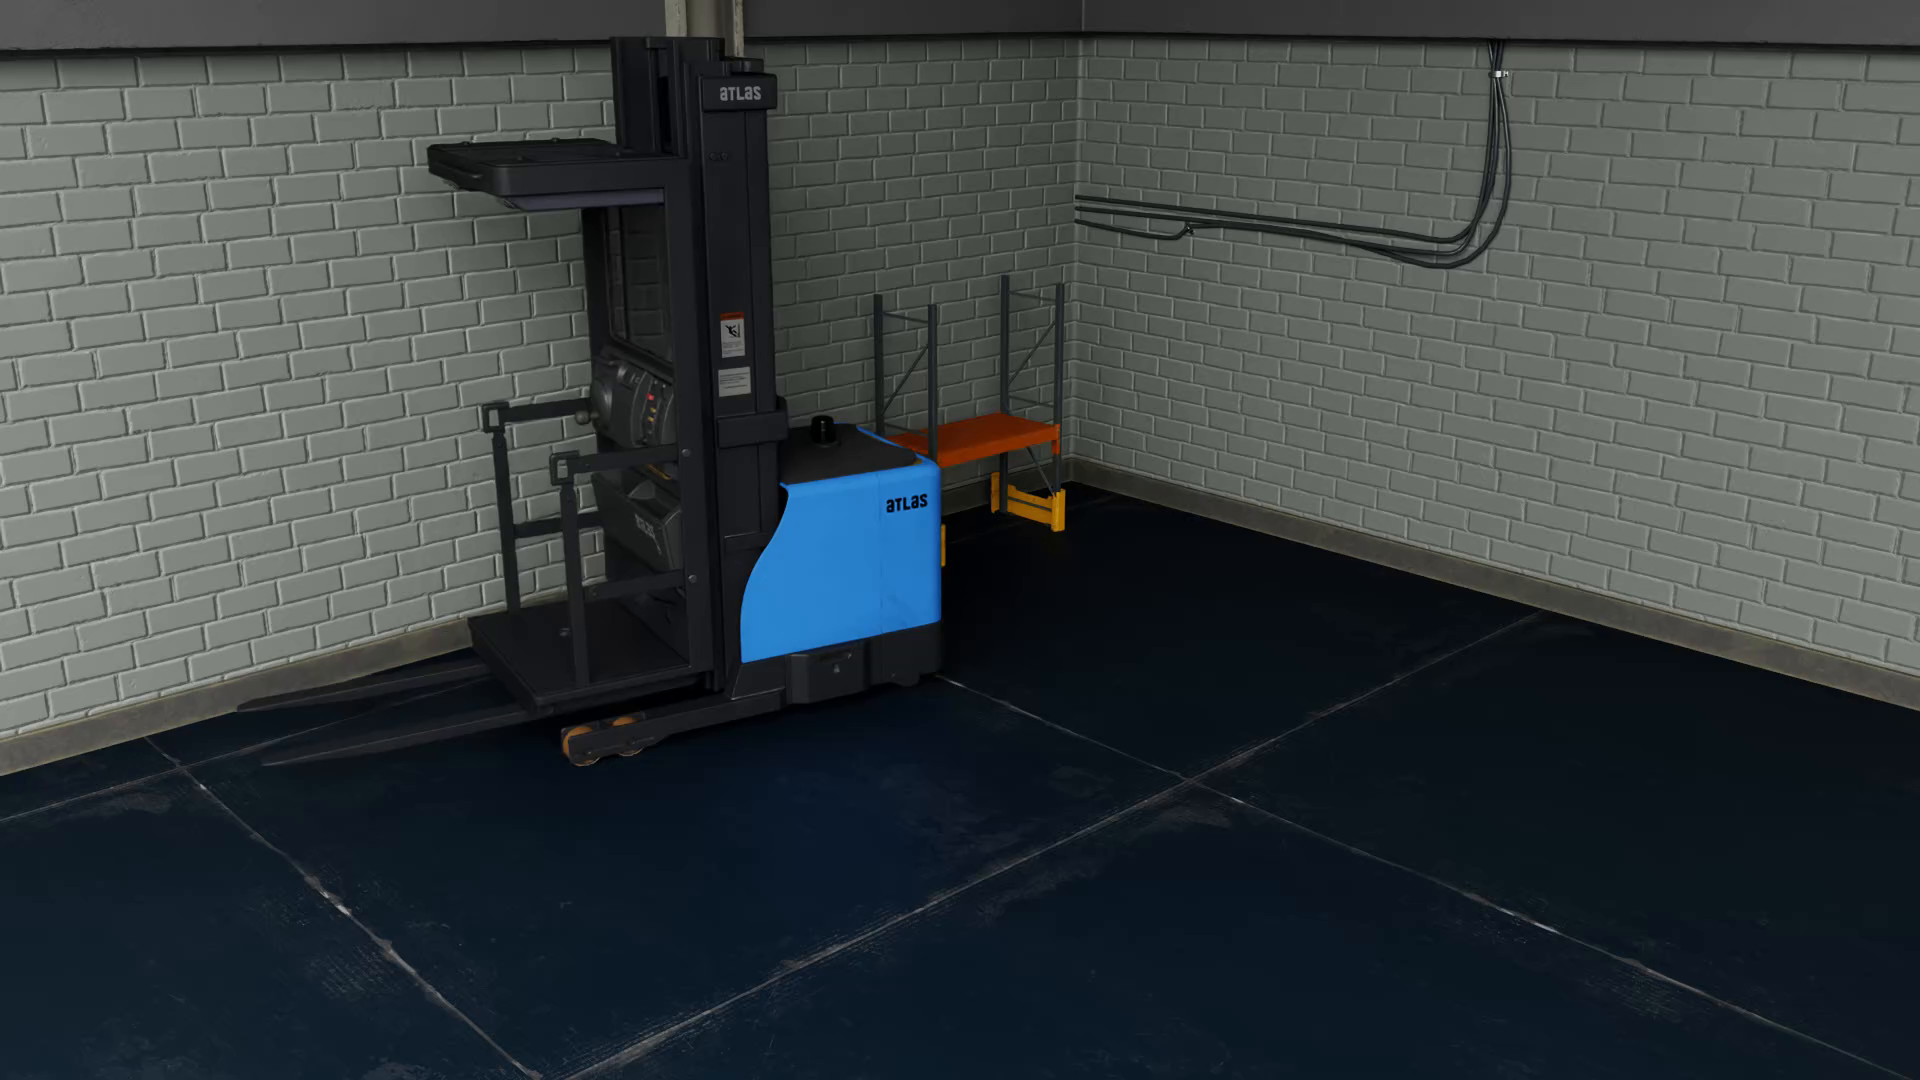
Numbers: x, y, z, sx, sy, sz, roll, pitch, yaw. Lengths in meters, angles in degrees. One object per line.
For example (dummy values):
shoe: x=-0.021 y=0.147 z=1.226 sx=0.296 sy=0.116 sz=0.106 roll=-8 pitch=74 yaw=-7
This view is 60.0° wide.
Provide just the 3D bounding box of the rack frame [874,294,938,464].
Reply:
rack frame: x=-0.307 y=-0.624 z=9.477 sx=0.032 sy=1.500 sz=0.500 roll=-16 pitch=24 yaw=-41

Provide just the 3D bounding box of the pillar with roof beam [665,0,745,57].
pillar with roof beam: x=1.631 y=-3.060 z=4.834 sx=0.400 sy=9.000 sz=9.100 roll=-16 pitch=24 yaw=-41

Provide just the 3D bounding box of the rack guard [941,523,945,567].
rack guard: x=-0.306 y=-0.030 z=9.670 sx=0.087 sy=0.250 sz=0.587 roll=-16 pitch=24 yaw=-41

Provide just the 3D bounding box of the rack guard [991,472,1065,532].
rack guard: x=0.417 y=-0.241 z=10.321 sx=0.087 sy=0.250 sz=0.587 roll=-16 pitch=24 yaw=-41

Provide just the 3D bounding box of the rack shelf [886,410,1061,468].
rack shelf: x=0.062 y=-0.560 z=9.865 sx=1.000 sy=0.185 sz=0.538 roll=-16 pitch=24 yaw=-41

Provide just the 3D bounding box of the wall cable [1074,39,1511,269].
wall cable: x=1.722 y=-2.876 z=9.299 sx=0.112 sy=2.526 sz=3.097 roll=-16 pitch=24 yaw=-41

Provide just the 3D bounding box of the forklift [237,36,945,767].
forklift: x=-1.604 y=-0.622 z=7.151 sx=3.031 sy=2.935 sz=1.130 roll=-10 pitch=21 yaw=-29

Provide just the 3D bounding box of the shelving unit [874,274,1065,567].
shelving unit: x=0.055 y=-0.730 z=9.803 sx=1.083 sy=1.500 sz=0.587 roll=-16 pitch=24 yaw=-41

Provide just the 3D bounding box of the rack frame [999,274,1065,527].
rack frame: x=0.431 y=-0.839 z=10.141 sx=0.032 sy=1.500 sz=0.500 roll=-16 pitch=24 yaw=-41
